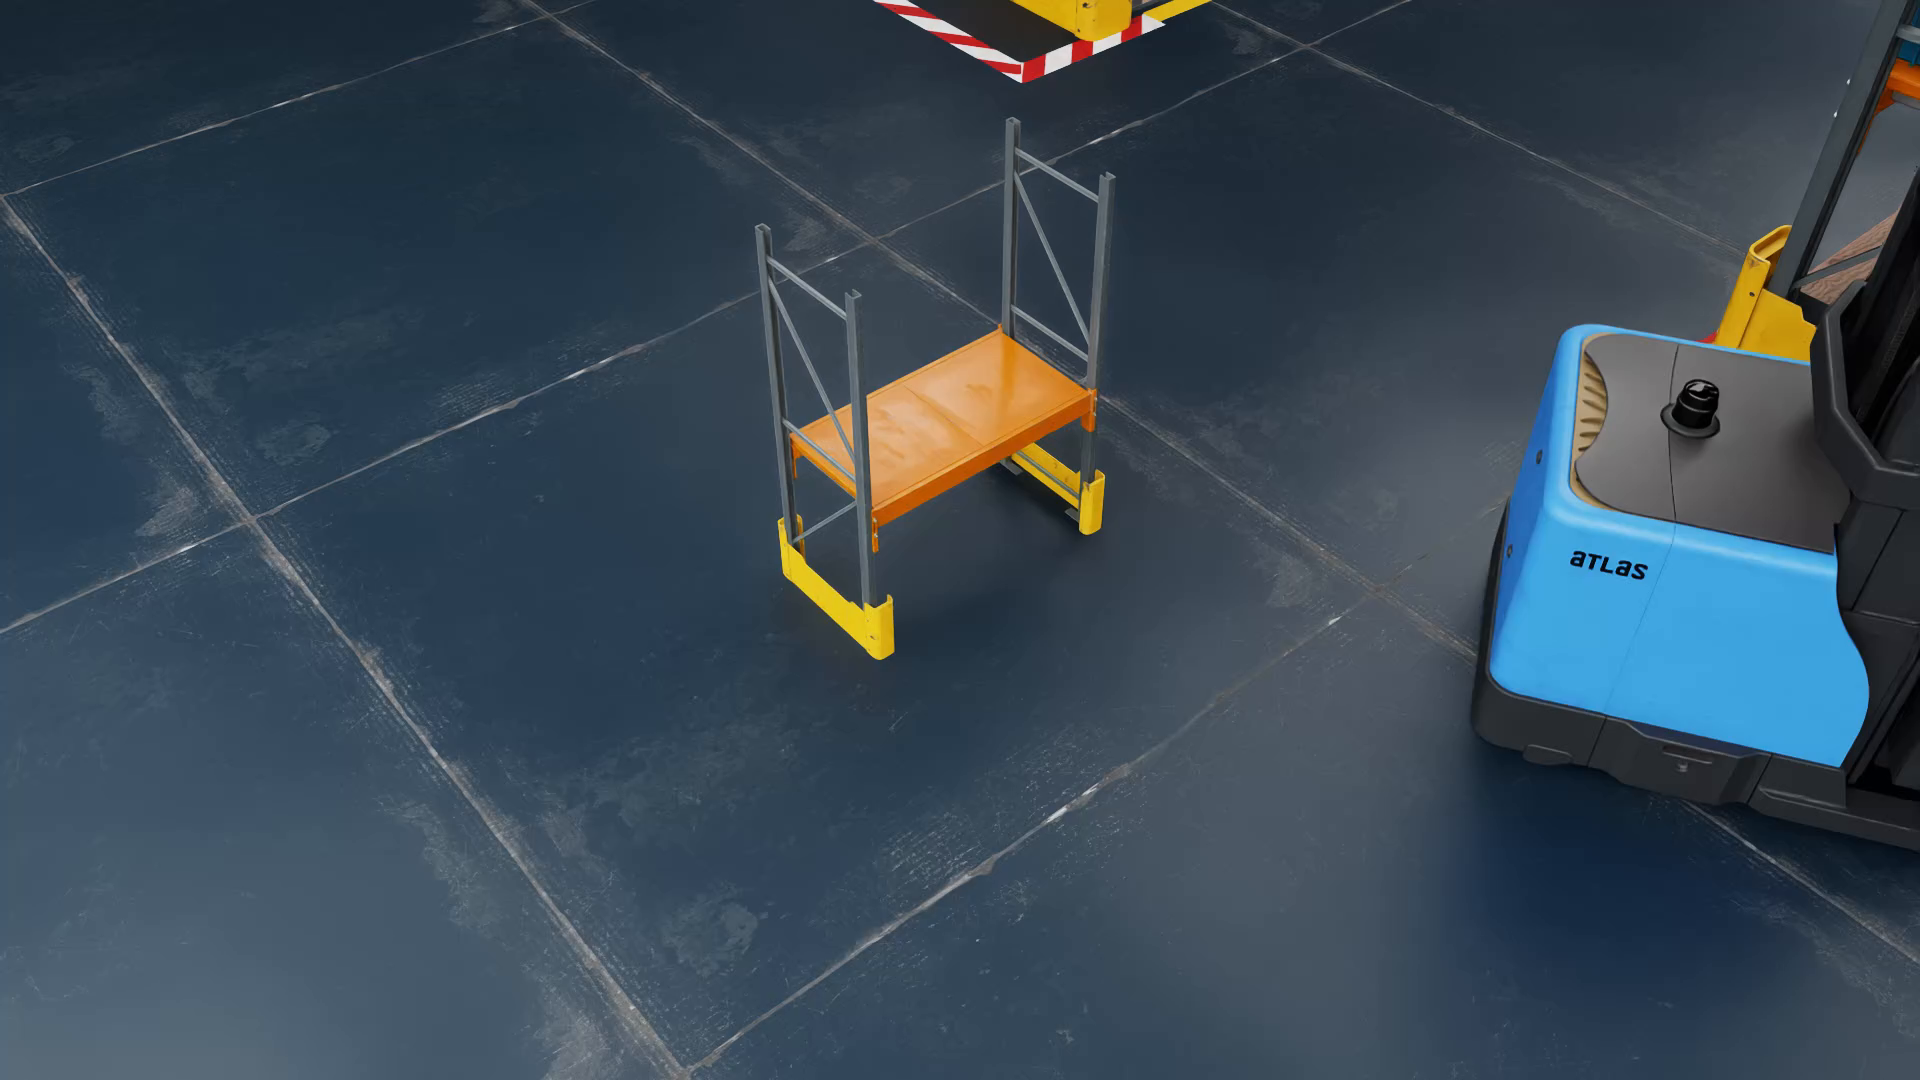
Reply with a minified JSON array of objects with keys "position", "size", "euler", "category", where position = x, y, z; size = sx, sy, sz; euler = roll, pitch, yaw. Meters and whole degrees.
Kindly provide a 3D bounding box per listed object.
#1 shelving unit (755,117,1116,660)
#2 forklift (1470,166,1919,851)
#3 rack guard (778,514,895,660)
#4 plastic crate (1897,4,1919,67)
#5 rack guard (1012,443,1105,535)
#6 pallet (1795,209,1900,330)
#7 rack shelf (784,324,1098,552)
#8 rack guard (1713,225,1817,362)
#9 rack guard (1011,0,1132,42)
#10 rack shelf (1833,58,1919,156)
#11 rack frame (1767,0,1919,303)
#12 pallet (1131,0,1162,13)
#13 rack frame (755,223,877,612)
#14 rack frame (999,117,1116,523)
[{"position":[-0.058,-0.513,5.701],"size":[1.083,1.500,0.587],"euler":[-30,51,-28],"category":"shelving unit"},{"position":[3.264,-0.385,4.519],"size":[3.031,2.935,1.130],"euler":[13,45,13],"category":"forklift"},{"position":[-0.440,0.161,5.896],"size":[0.087,0.250,0.587],"euler":[-30,51,-28],"category":"rack guard"},{"position":[3.861,-1.940,6.233],"size":[0.616,0.251,0.499],"euler":[-30,51,-28],"category":"plastic crate"},{"position":[0.324,-0.276,6.362],"size":[0.087,0.250,0.587],"euler":[-30,51,-28],"category":"rack guard"},{"position":[4.324,-1.013,7.174],"size":[1.213,0.211,1.003],"euler":[-30,51,-28],"category":"pallet"},{"position":[-0.065,-0.378,5.820],"size":[1.000,0.185,0.538],"euler":[-30,51,-28],"category":"rack shelf"},{"position":[3.697,-0.764,6.698],"size":[0.348,0.500,1.175],"euler":[-30,51,-28],"category":"rack guard"},{"position":[0.476,-3.298,9.397],"size":[0.348,0.500,1.175],"euler":[-30,51,-28],"category":"rack guard"},{"position":[5.203,-2.233,6.963],"size":[4.000,0.370,1.077],"euler":[-30,51,-28],"category":"rack shelf"},{"position":[3.669,-1.617,5.781],"size":[0.127,3.000,1.000],"euler":[-30,51,-28],"category":"rack frame"},{"position":[1.054,-3.561,9.888],"size":[1.213,0.211,1.003],"euler":[-30,51,-28],"category":"pallet"},{"position":[-0.455,-0.286,5.459],"size":[0.032,1.500,0.500],"euler":[-30,51,-28],"category":"rack frame"},{"position":[0.324,-0.733,5.934],"size":[0.032,1.500,0.500],"euler":[-30,51,-28],"category":"rack frame"}]
